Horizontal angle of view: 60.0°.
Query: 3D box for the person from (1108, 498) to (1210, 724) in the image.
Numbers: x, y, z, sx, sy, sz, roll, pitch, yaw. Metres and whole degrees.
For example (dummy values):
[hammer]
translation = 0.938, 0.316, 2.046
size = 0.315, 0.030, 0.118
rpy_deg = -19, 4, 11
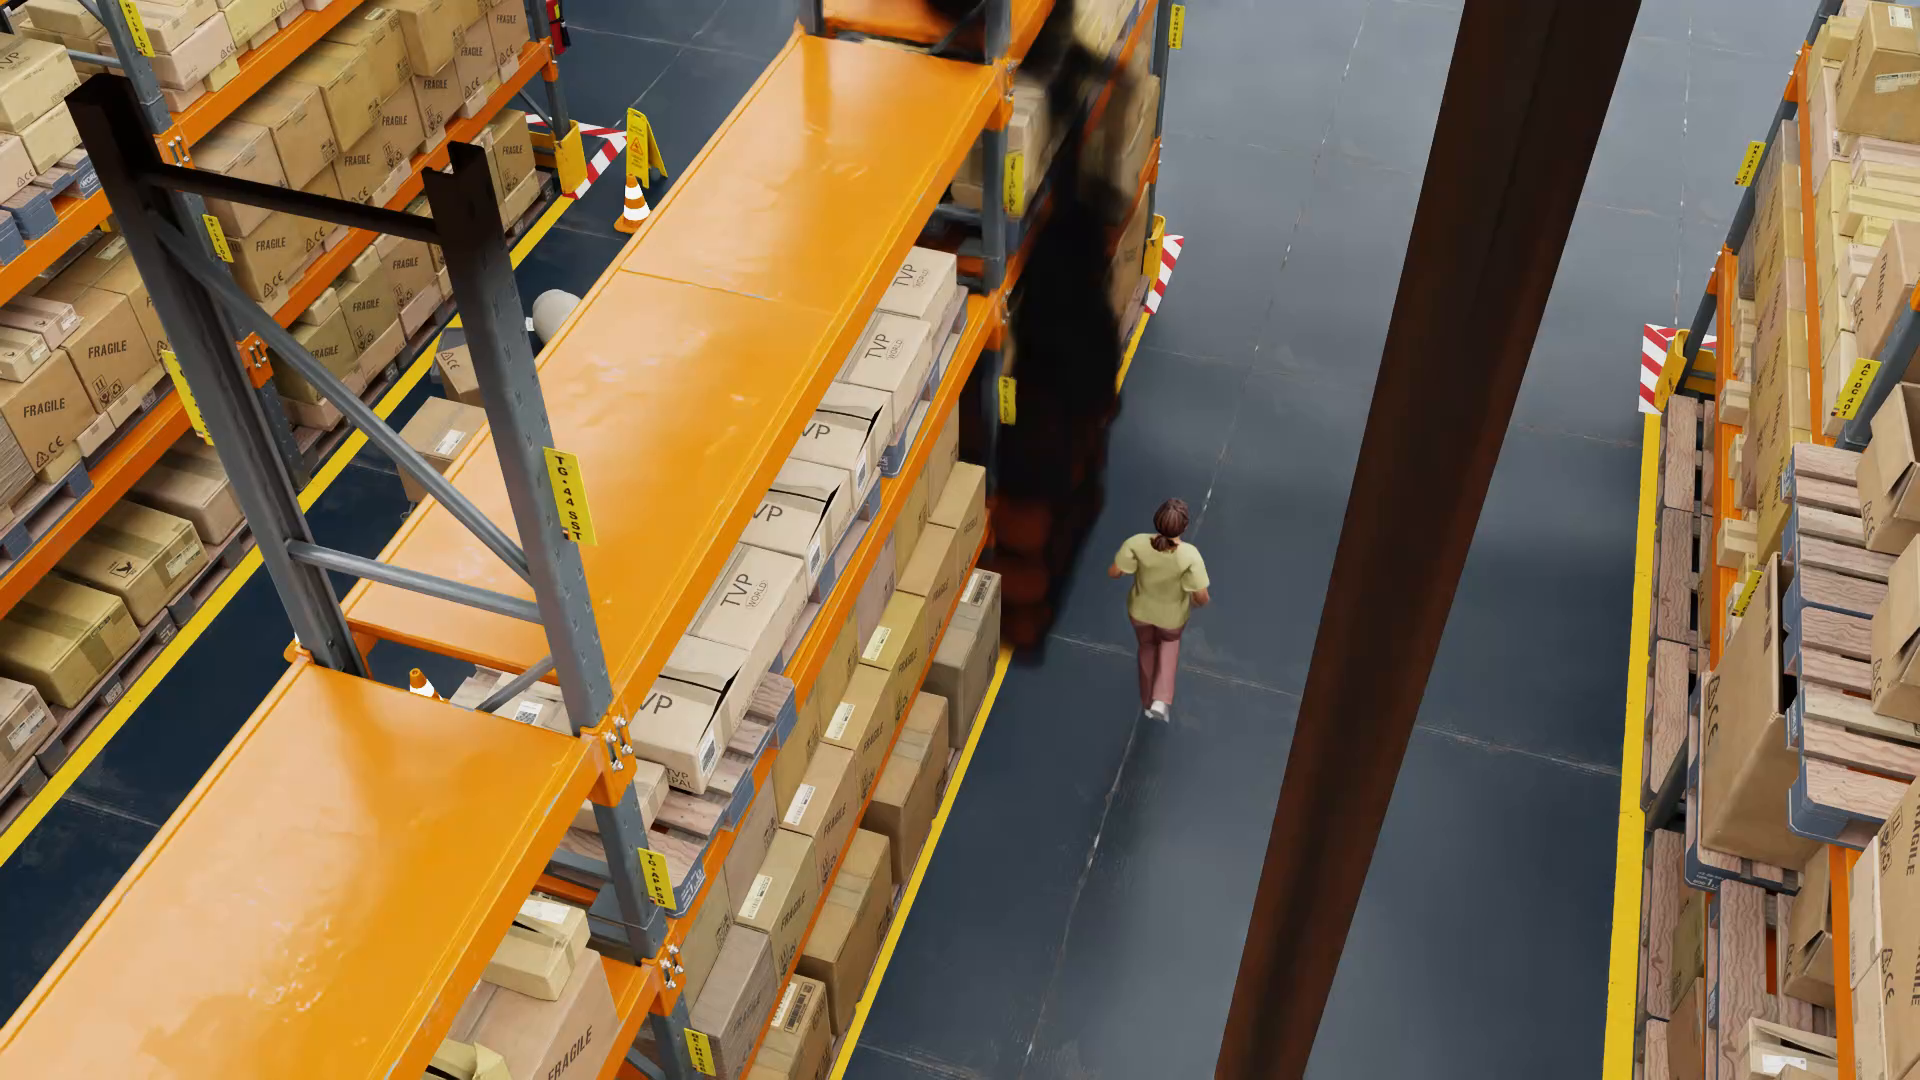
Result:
[person]
translation = 1.090, 0.395, 9.207
size = 0.574, 1.645, 0.532
rpy_deg = 13, 47, 12
